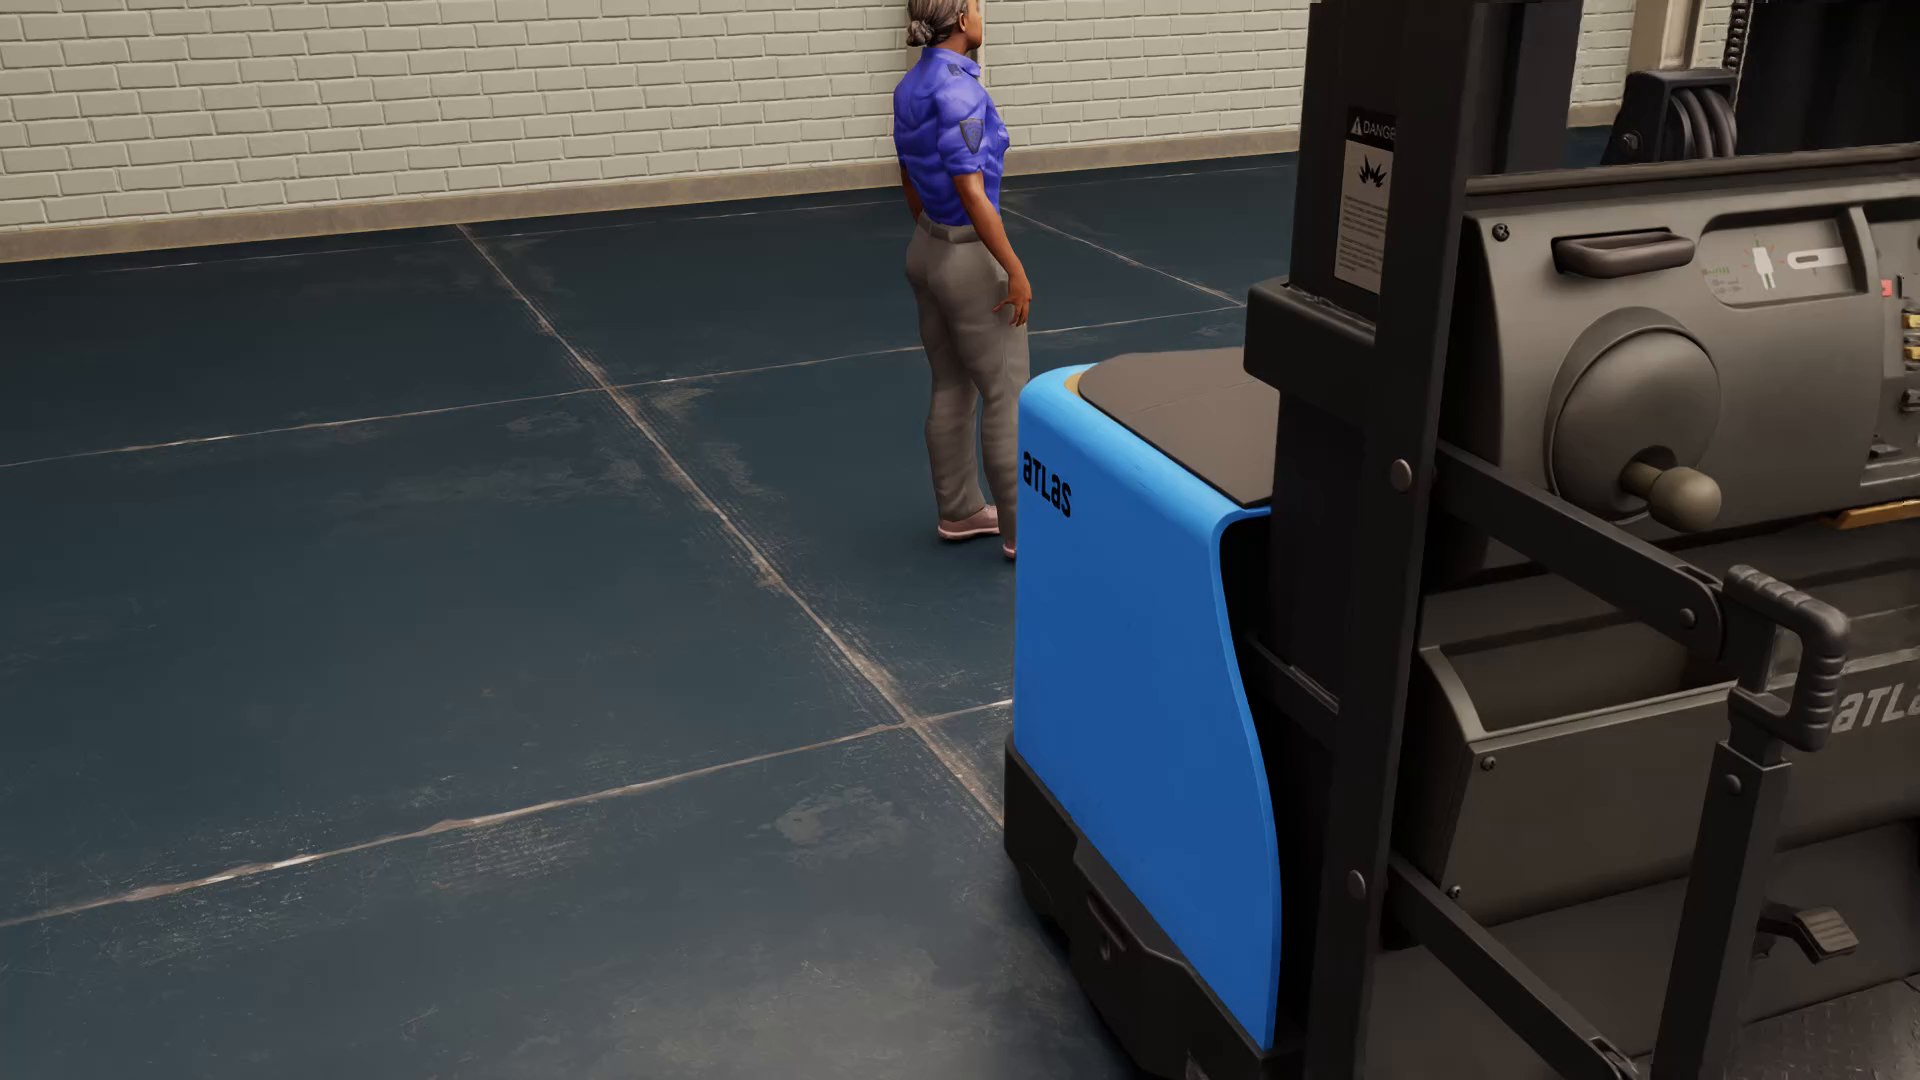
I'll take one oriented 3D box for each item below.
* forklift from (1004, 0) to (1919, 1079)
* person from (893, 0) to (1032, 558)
[{"bbox_3d":[1.089,-0.214,1.801,1.130,2.935,3.031,-8,24,-19],"label":"forklift"},{"bbox_3d":[0.088,-0.778,4.804,0.504,1.654,0.569,-10,25,-23],"label":"person"}]
